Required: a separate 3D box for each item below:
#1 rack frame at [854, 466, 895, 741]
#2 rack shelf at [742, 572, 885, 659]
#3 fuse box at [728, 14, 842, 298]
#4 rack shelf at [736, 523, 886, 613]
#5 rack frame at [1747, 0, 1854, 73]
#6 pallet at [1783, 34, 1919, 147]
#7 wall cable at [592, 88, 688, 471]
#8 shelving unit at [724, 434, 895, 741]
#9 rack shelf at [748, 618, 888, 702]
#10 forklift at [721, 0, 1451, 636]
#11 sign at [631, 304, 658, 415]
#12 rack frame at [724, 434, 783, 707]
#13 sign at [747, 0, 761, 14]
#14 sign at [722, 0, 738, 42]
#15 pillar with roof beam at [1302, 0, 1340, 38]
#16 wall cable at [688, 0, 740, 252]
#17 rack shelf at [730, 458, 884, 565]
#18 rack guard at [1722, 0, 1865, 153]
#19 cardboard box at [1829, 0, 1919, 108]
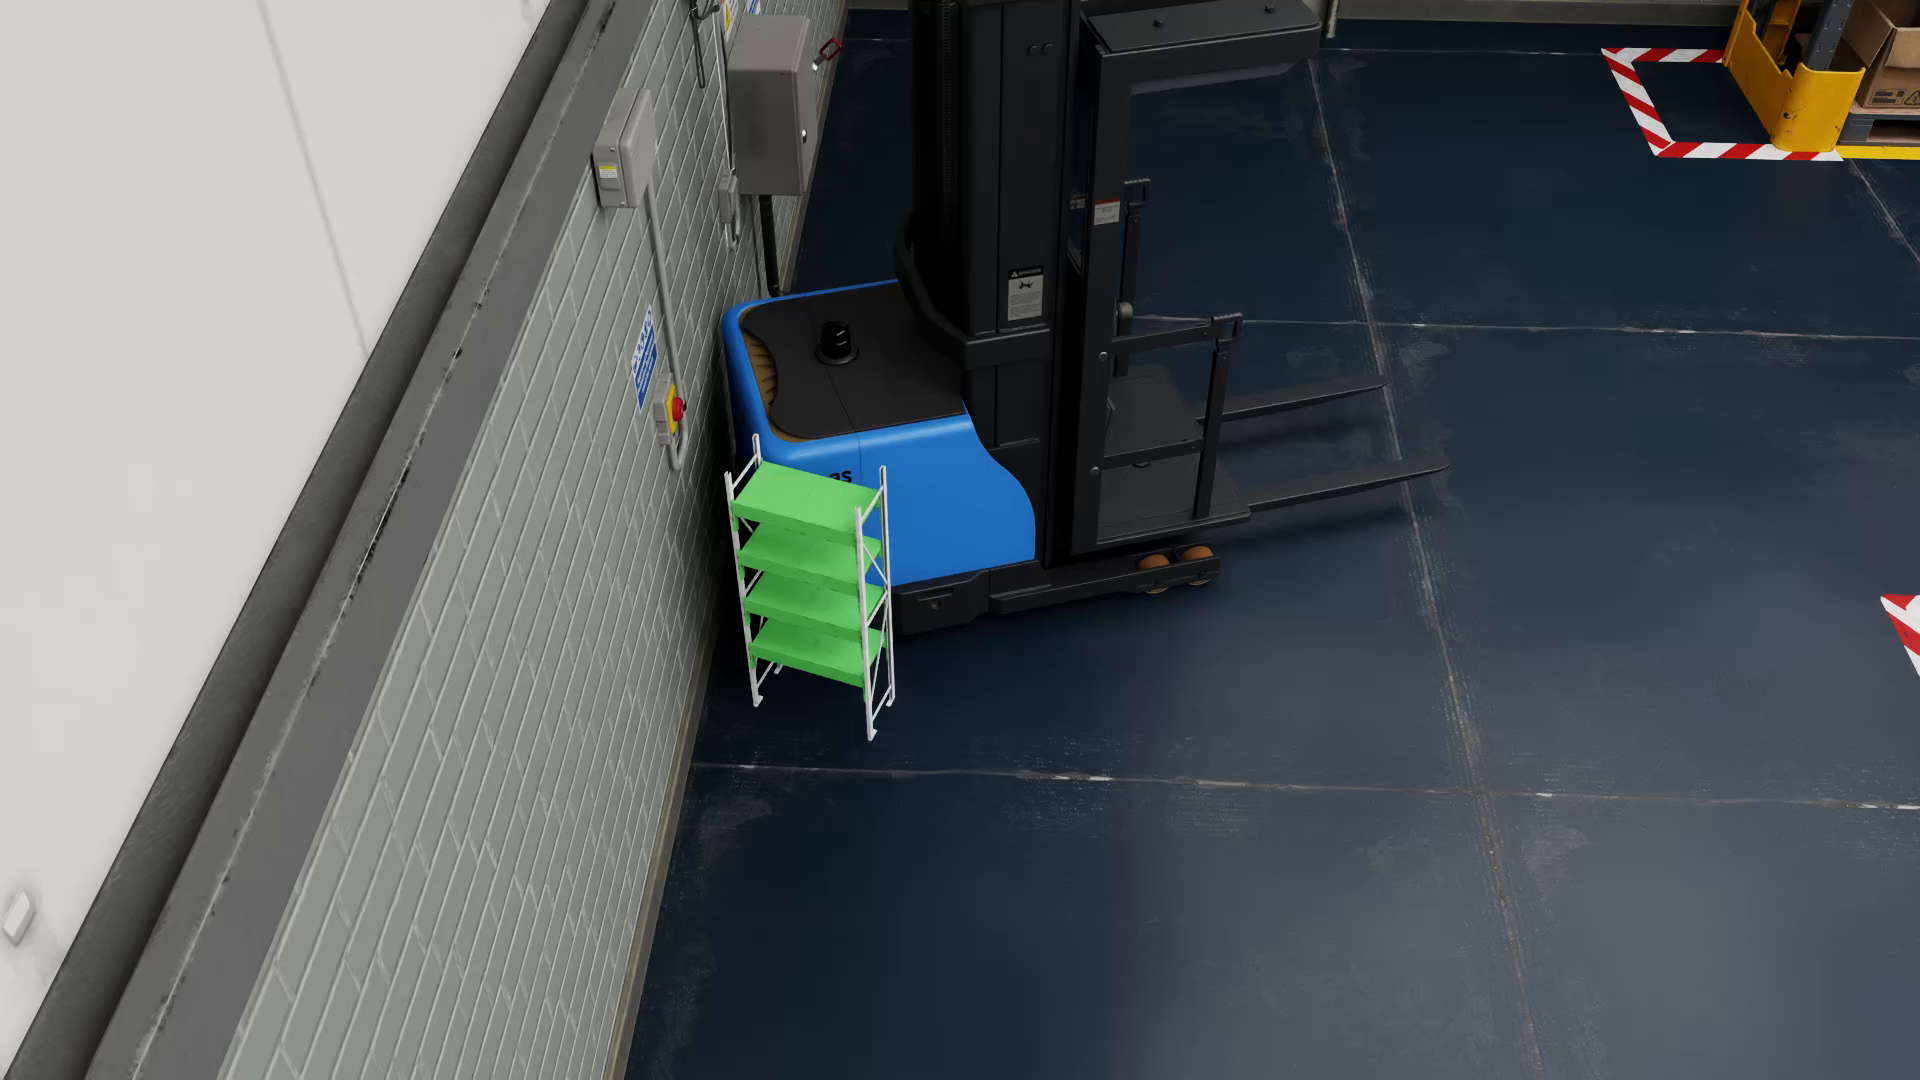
[{"bbox_3d":[-0.307,0.258,6.092,0.015,1.200,0.240,15,45,15],"label":"rack frame"},{"bbox_3d":[-0.535,0.246,6.199,0.480,0.148,0.258,15,45,15],"label":"rack shelf"},{"bbox_3d":[-0.737,-1.486,7.590,0.414,1.711,0.539,2,43,2],"label":"fuse box"},{"bbox_3d":[-0.535,0.070,6.036,0.480,0.148,0.258,15,45,15],"label":"rack shelf"},{"bbox_3d":[4.877,-3.754,9.080,0.127,3.000,1.000,2,43,2],"label":"rack frame"},{"bbox_3d":[5.749,-2.708,10.002,1.213,0.211,1.003,2,43,2],"label":"pallet"},{"bbox_3d":[-0.977,-0.915,5.263,0.123,1.953,0.585,2,43,2],"label":"wall cable"},{"bbox_3d":[-0.535,0.199,6.156,0.503,1.200,0.258,15,45,15],"label":"shelving unit"},{"bbox_3d":[-0.535,0.422,6.363,0.480,0.148,0.258,15,45,15],"label":"rack shelf"},{"bbox_3d":[0.602,-1.185,6.372,3.031,2.935,1.130,-11,44,-11],"label":"forklift"},{"bbox_3d":[-1.040,-0.600,5.495,0.001,0.218,0.327,2,43,2],"label":"sign"},{"bbox_3d":[-0.763,0.140,6.219,0.015,1.200,0.240,15,45,15],"label":"rack frame"},{"bbox_3d":[-0.921,-2.265,7.551,0.001,0.494,0.329,2,43,2],"label":"sign"},{"bbox_3d":[-0.946,-2.228,6.836,0.001,0.242,0.339,2,43,2],"label":"sign"},{"bbox_3d":[2.030,-3.715,4.636,0.400,9.000,9.100,2,43,2],"label":"pillar with roof beam"},{"bbox_3d":[-0.925,-1.869,6.311,0.122,1.984,0.588,2,43,2],"label":"wall cable"},{"bbox_3d":[-0.535,-0.105,5.872,0.480,0.148,0.258,15,45,15],"label":"rack shelf"},{"bbox_3d":[4.953,-2.838,9.929,0.348,0.500,1.175,2,43,2],"label":"rack guard"},{"bbox_3d":[5.484,-2.911,9.698,0.637,0.503,0.797,0,43,0],"label":"cardboard box"}]
